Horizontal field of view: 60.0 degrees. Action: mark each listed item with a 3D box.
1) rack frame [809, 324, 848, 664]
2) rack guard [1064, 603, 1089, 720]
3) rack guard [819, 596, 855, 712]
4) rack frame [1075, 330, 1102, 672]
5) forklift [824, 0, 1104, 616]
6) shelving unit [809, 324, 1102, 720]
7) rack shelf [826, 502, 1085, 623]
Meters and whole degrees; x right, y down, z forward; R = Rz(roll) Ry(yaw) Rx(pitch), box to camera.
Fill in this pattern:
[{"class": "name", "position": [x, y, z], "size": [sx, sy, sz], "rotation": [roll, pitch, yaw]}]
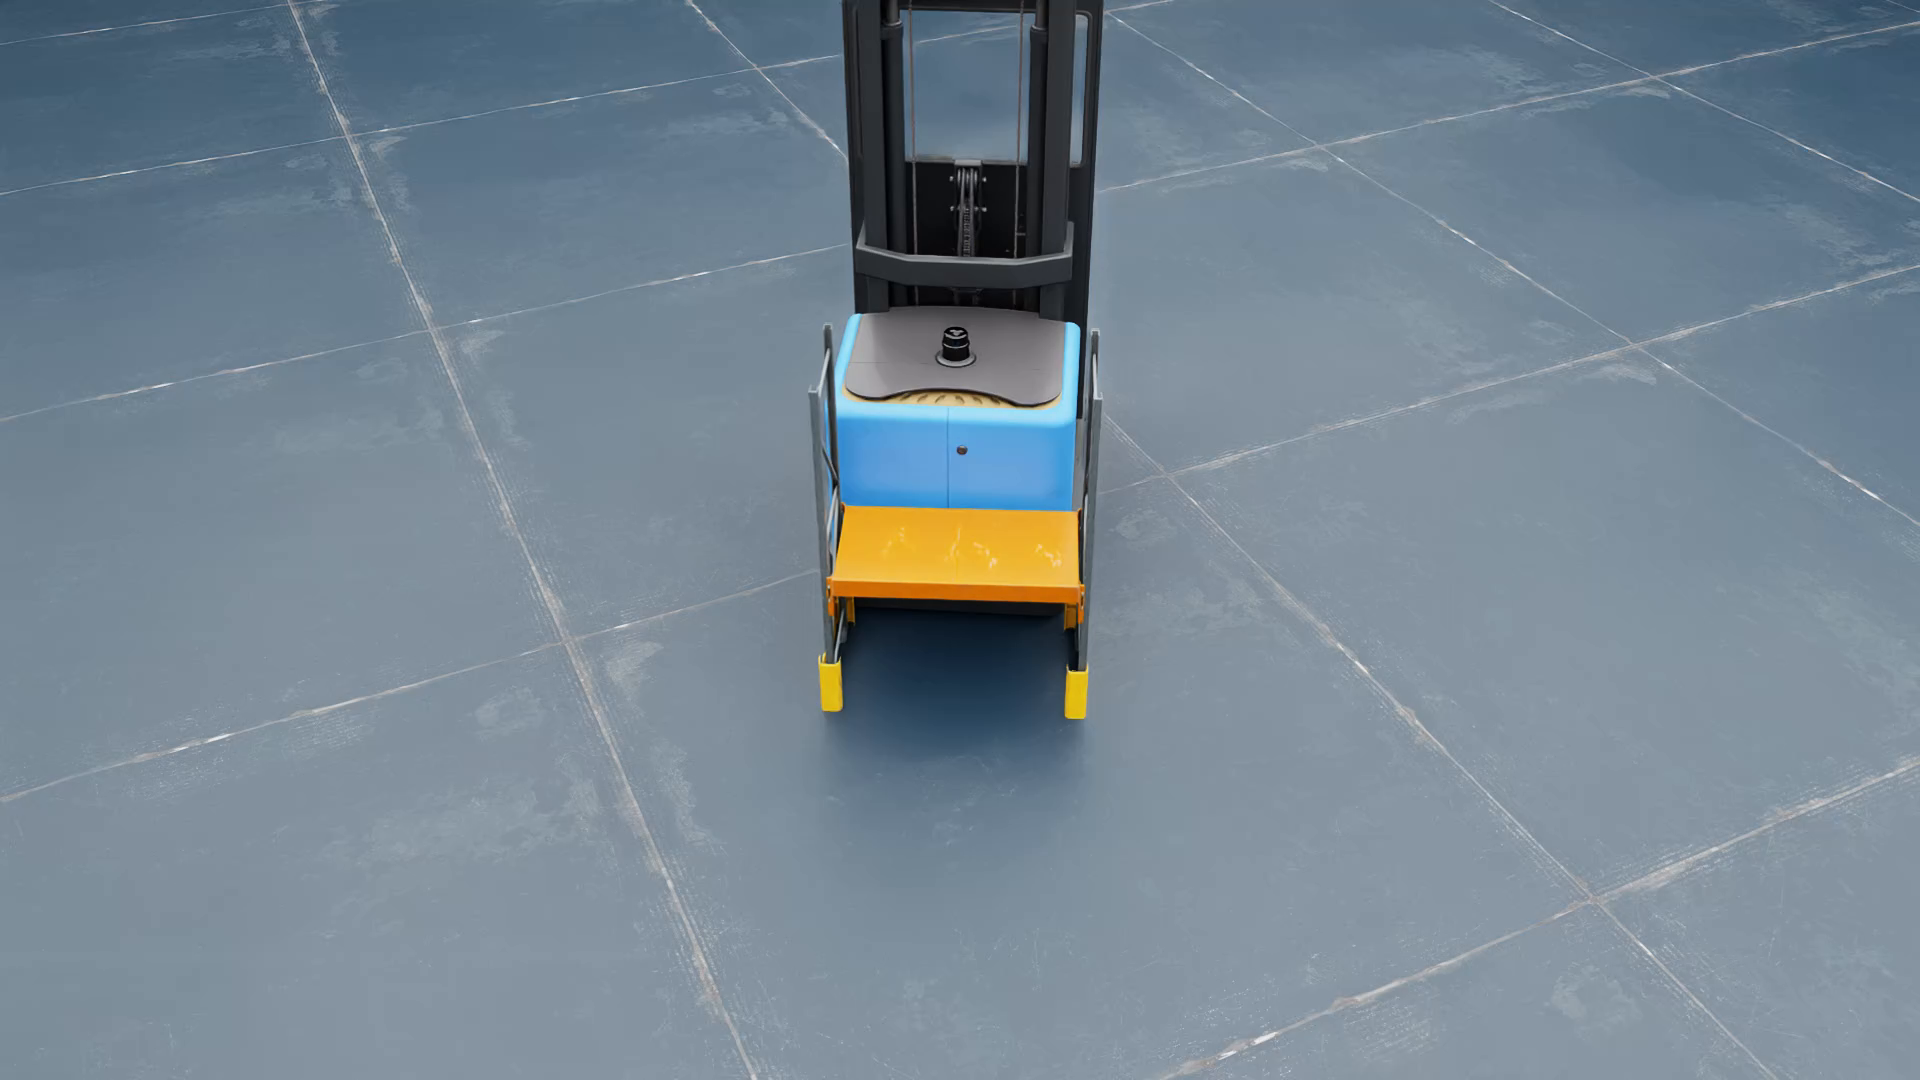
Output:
[{"class": "rack frame", "position": [-0.514, -0.074, 6.591], "size": [0.032, 1.500, 0.500], "rotation": [2, 37, 2]}, {"class": "rack guard", "position": [0.482, 0.455, 6.926], "size": [0.087, 0.250, 0.587], "rotation": [2, 37, 2]}, {"class": "rack guard", "position": [-0.513, 0.428, 6.963], "size": [0.087, 0.250, 0.587], "rotation": [2, 37, 2]}, {"class": "rack frame", "position": [0.501, -0.046, 6.553], "size": [0.032, 1.500, 0.500], "rotation": [2, 37, 2]}, {"class": "forklift", "position": [0.074, -1.710, 7.595], "size": [1.130, 2.935, 3.031], "rotation": [3, 37, 4]}, {"class": "shelving unit", "position": [-0.015, -0.060, 6.572], "size": [1.083, 1.500, 0.587], "rotation": [2, 37, 2]}, {"class": "rack shelf", "position": [-0.006, 0.084, 6.679], "size": [1.000, 0.185, 0.538], "rotation": [2, 37, 2]}]
